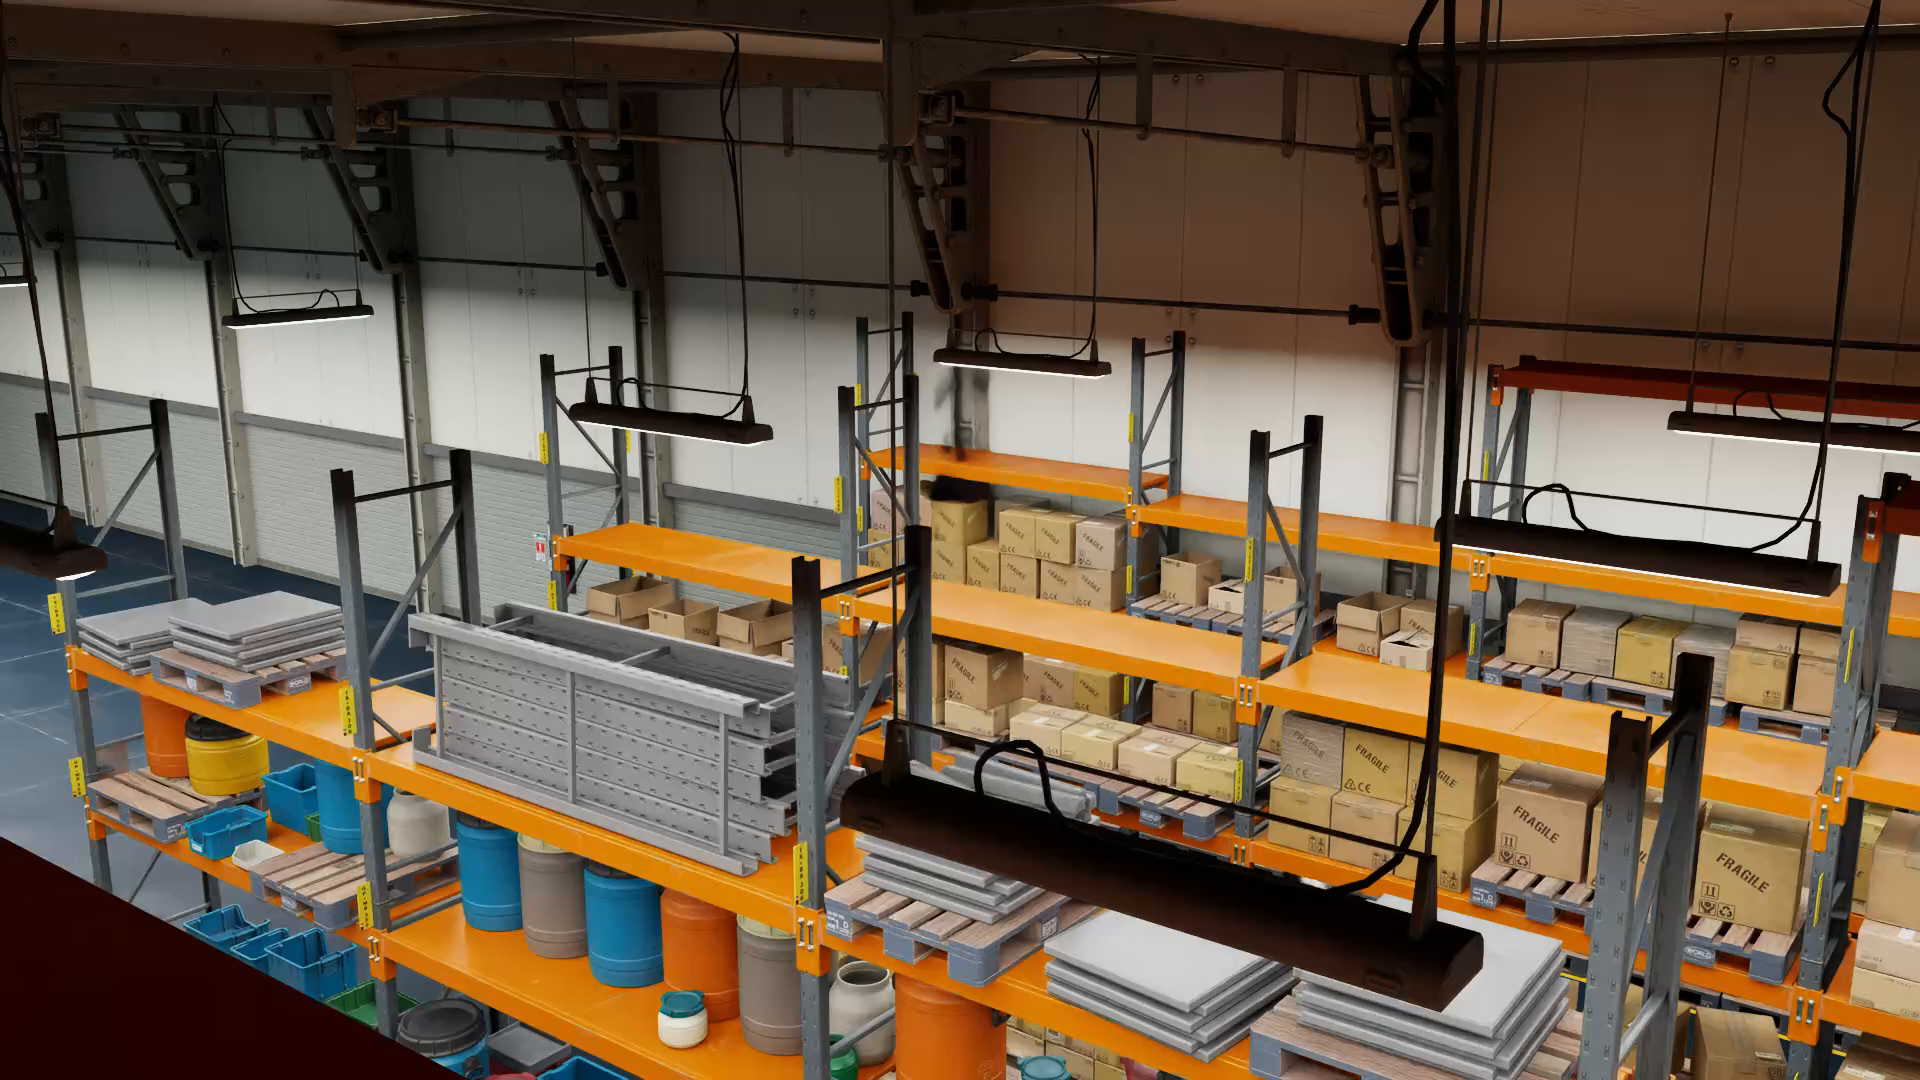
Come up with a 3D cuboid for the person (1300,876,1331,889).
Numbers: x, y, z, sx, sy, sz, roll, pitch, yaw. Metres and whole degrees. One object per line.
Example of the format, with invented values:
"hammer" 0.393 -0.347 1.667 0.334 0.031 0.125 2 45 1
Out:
"person" 3.350 3.605 15.879 0.745 1.729 0.674 7 15 28
